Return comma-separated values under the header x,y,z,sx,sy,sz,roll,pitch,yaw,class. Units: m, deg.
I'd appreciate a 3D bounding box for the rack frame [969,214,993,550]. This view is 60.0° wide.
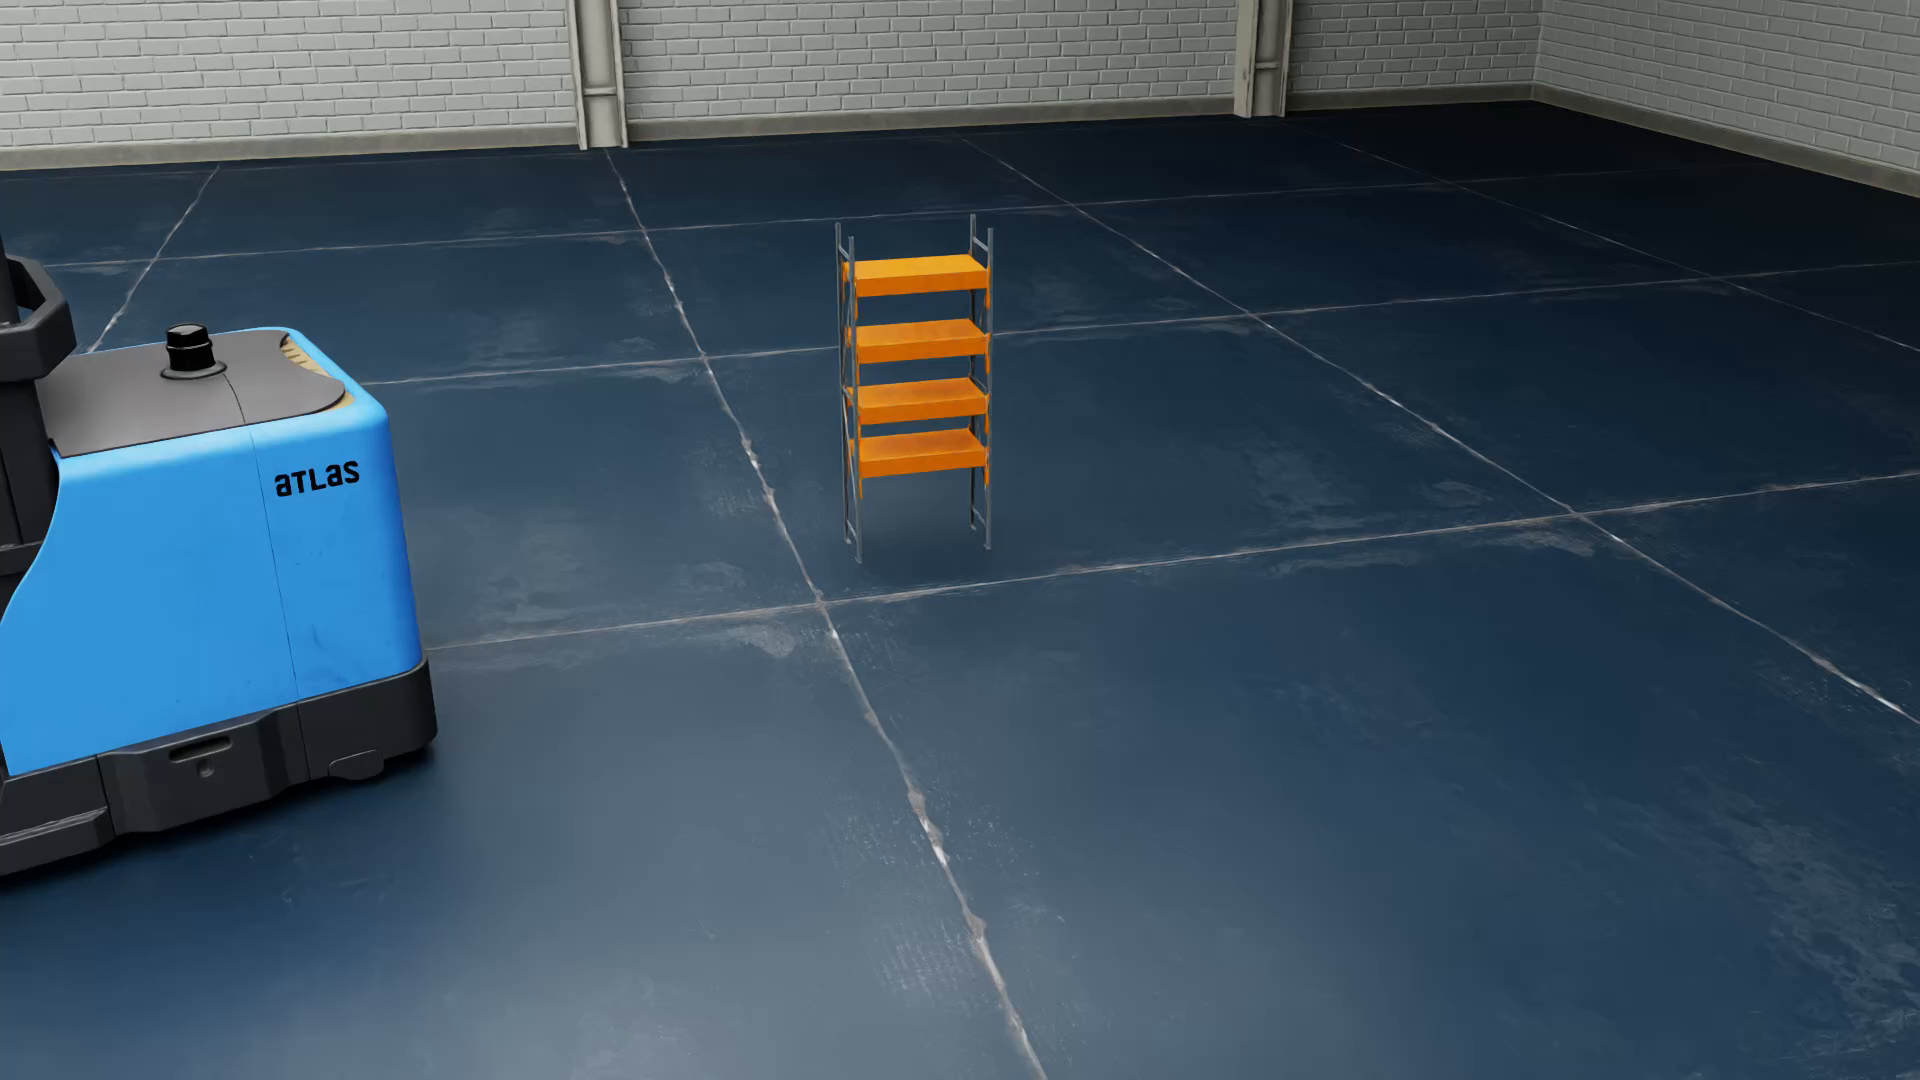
x,y,z,sx,sy,sz,roll,pitch,yaw,class
0.076,-0.560,6.033,0.015,1.200,0.240,-6,24,-14,rack frame

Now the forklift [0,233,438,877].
x,y,z,sx,sy,sz,roll,pitch,yaw,class
-3.005,-0.543,3.800,3.031,2.935,1.130,-15,27,-31,forklift

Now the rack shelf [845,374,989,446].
x,y,z,sx,sy,sz,roll,pitch,yaw,class
-0.159,-0.472,5.999,0.480,0.148,0.258,-6,24,-14,rack shelf

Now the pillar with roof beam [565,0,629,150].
x,y,z,sx,sy,sz,roll,pitch,yaw,class
-1.837,-5.819,8.400,0.400,9.000,9.100,-6,24,-14,pillar with roof beam

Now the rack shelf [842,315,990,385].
x,y,z,sx,sy,sz,roll,pitch,yaw,class
-0.159,-0.677,5.911,0.480,0.148,0.258,-6,24,-14,rack shelf

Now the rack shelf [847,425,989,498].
x,y,z,sx,sy,sz,roll,pitch,yaw,class
-0.159,-0.289,6.077,0.480,0.148,0.258,-6,24,-14,rack shelf

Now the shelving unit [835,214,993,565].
x,y,z,sx,sy,sz,roll,pitch,yaw,class
-0.159,-0.534,5.972,0.503,1.200,0.258,-6,24,-14,shelving unit

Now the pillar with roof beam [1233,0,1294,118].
x,y,z,sx,sy,sz,roll,pitch,yaw,class
3.940,-6.459,9.890,0.400,9.000,9.100,-6,24,-14,pillar with roof beam

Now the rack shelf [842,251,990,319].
x,y,z,sx,sy,sz,roll,pitch,yaw,class
-0.159,-0.895,5.817,0.480,0.148,0.258,-6,24,-14,rack shelf

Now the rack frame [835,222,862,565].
x,y,z,sx,sy,sz,roll,pitch,yaw,class
-0.394,-0.508,5.912,0.015,1.200,0.240,-6,24,-14,rack frame
